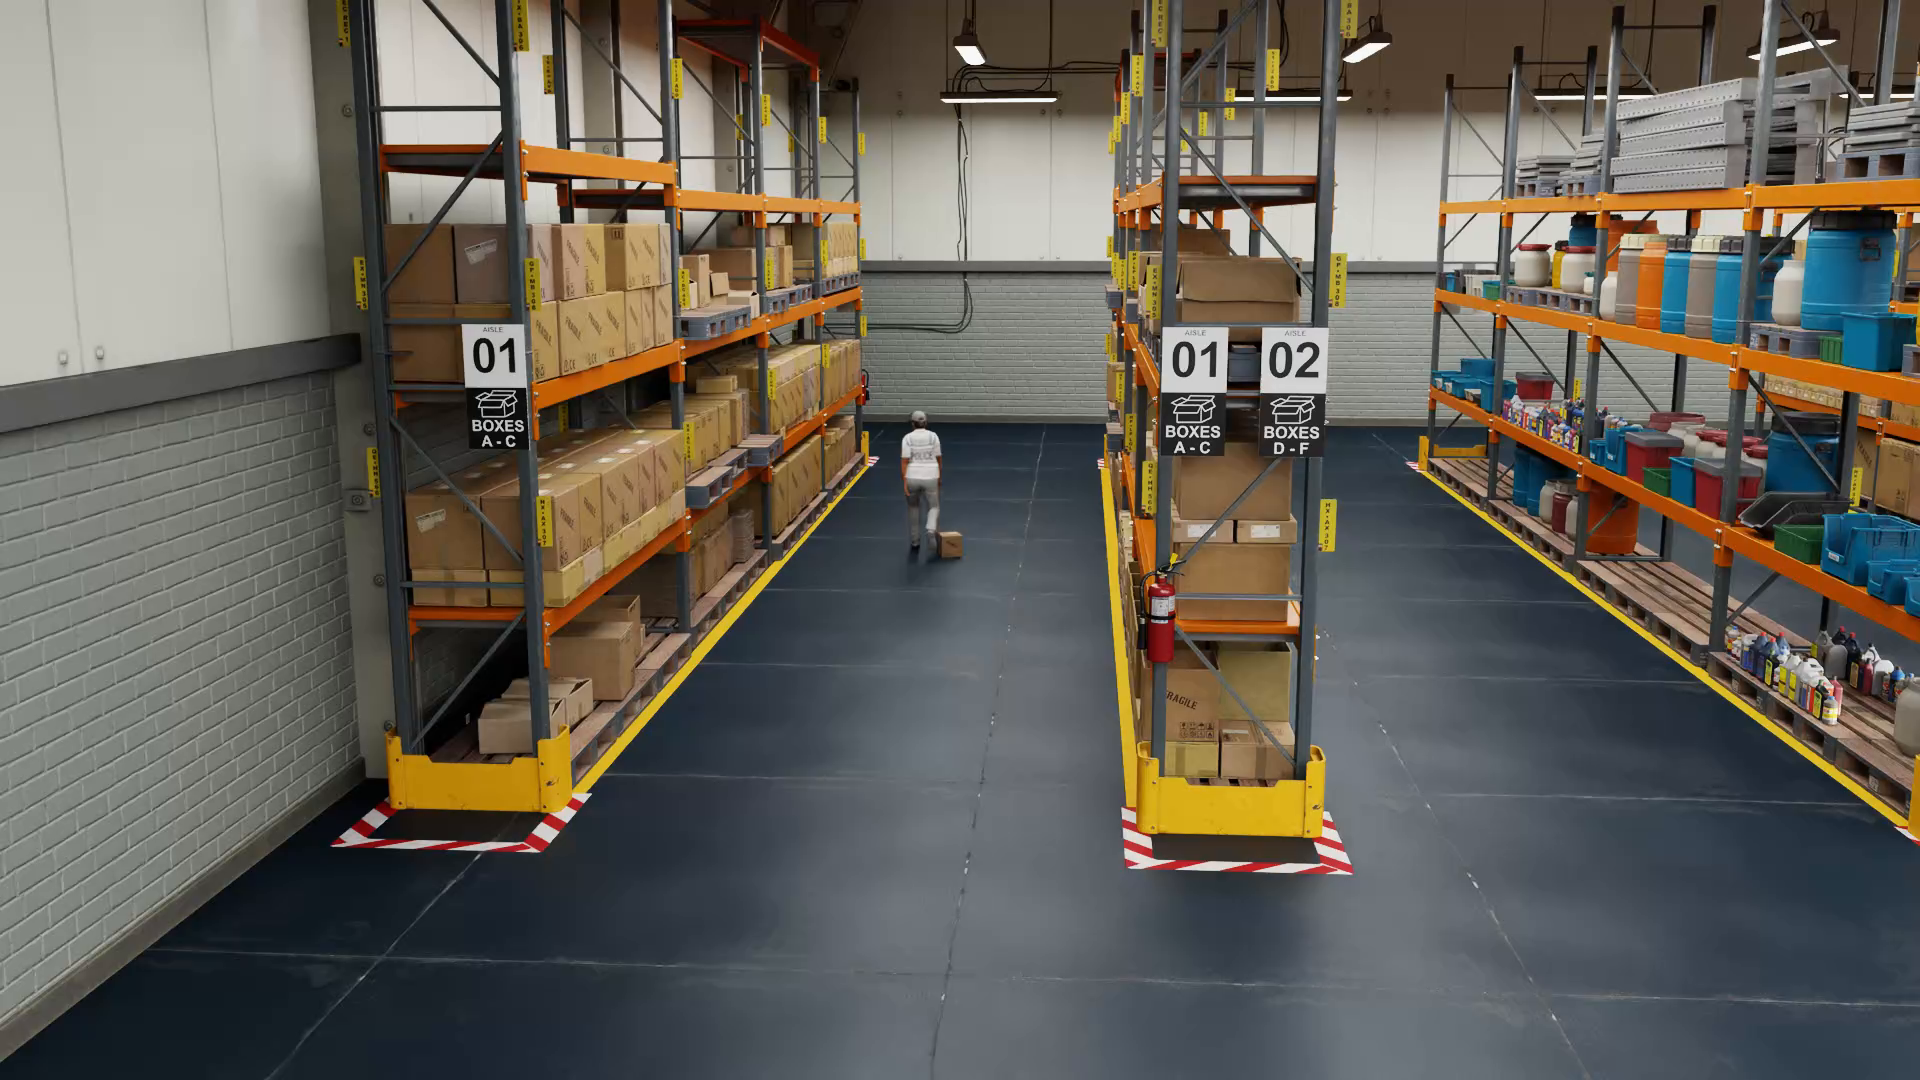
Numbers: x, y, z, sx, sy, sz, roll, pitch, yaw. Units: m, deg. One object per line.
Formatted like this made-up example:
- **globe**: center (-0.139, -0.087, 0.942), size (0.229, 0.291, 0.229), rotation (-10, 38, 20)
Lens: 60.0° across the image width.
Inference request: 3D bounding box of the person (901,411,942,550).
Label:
- **person**: center (-0.451, -0.696, 19.486), size (0.480, 1.624, 0.851), rotation (0, 11, 0)
